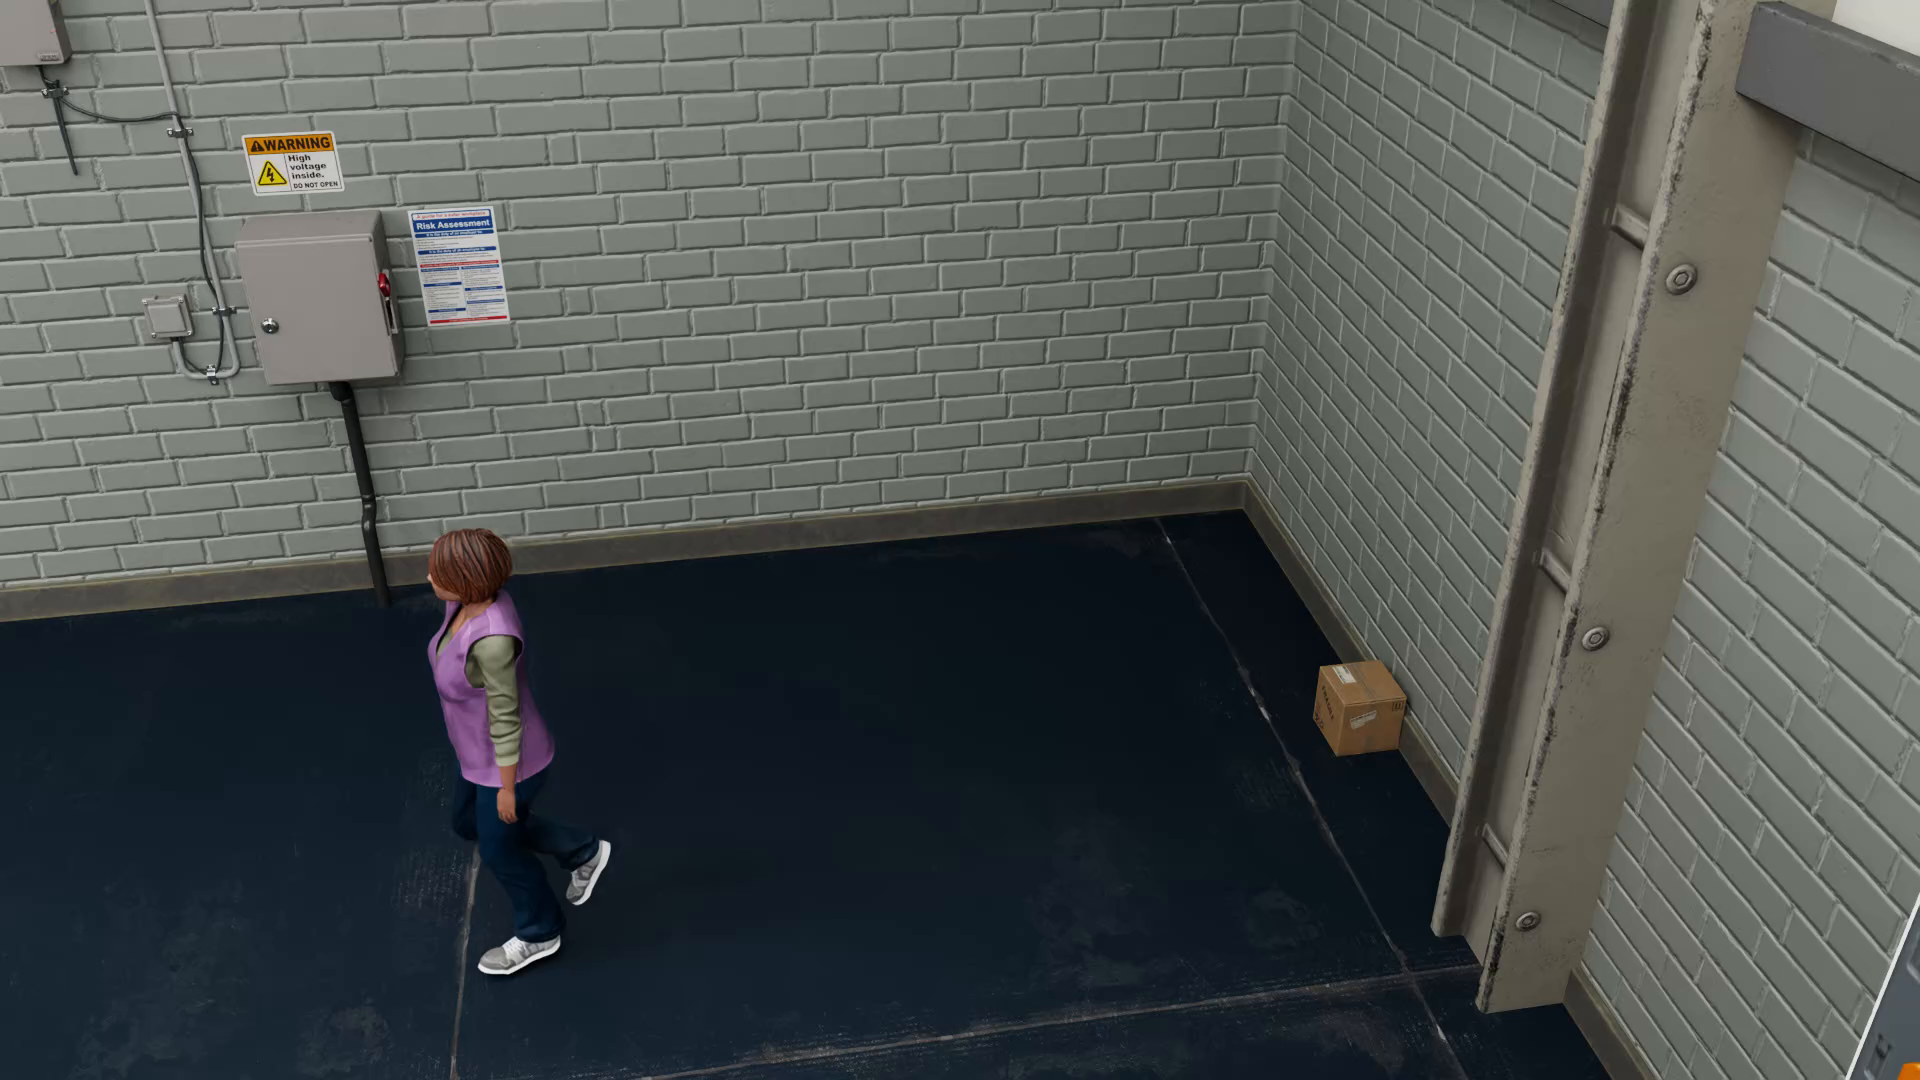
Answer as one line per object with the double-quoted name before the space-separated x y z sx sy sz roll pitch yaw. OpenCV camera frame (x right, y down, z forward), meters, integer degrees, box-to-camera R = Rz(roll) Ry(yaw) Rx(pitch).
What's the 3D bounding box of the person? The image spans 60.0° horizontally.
"person" -1.340 0.634 5.047 0.487 1.588 0.418 -13 33 -21
